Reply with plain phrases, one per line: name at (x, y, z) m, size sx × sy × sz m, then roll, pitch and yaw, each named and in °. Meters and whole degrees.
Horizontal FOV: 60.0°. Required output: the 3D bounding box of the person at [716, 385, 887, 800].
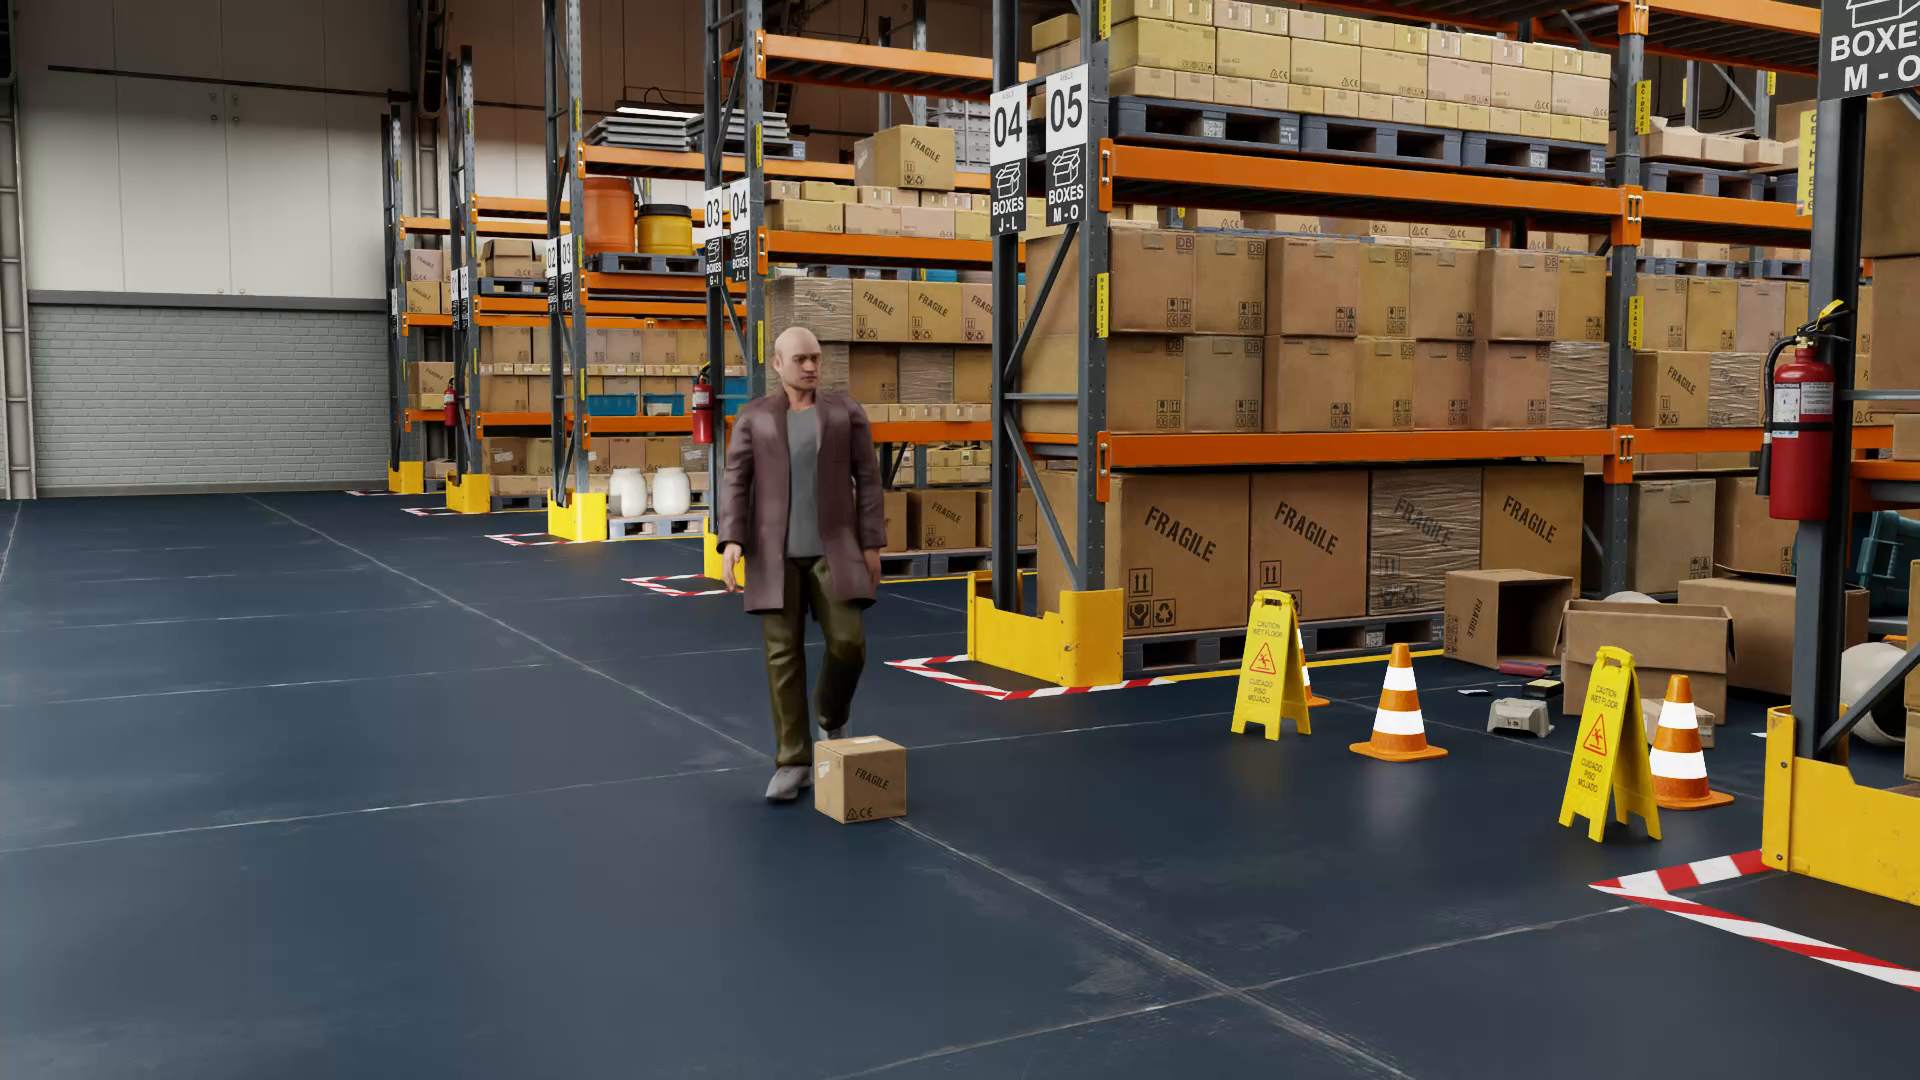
person at (-0.603, 0.165, 6.383) m, size 0.654 × 1.559 × 0.722 m, roll 0°, pitch 5°, yaw -5°
